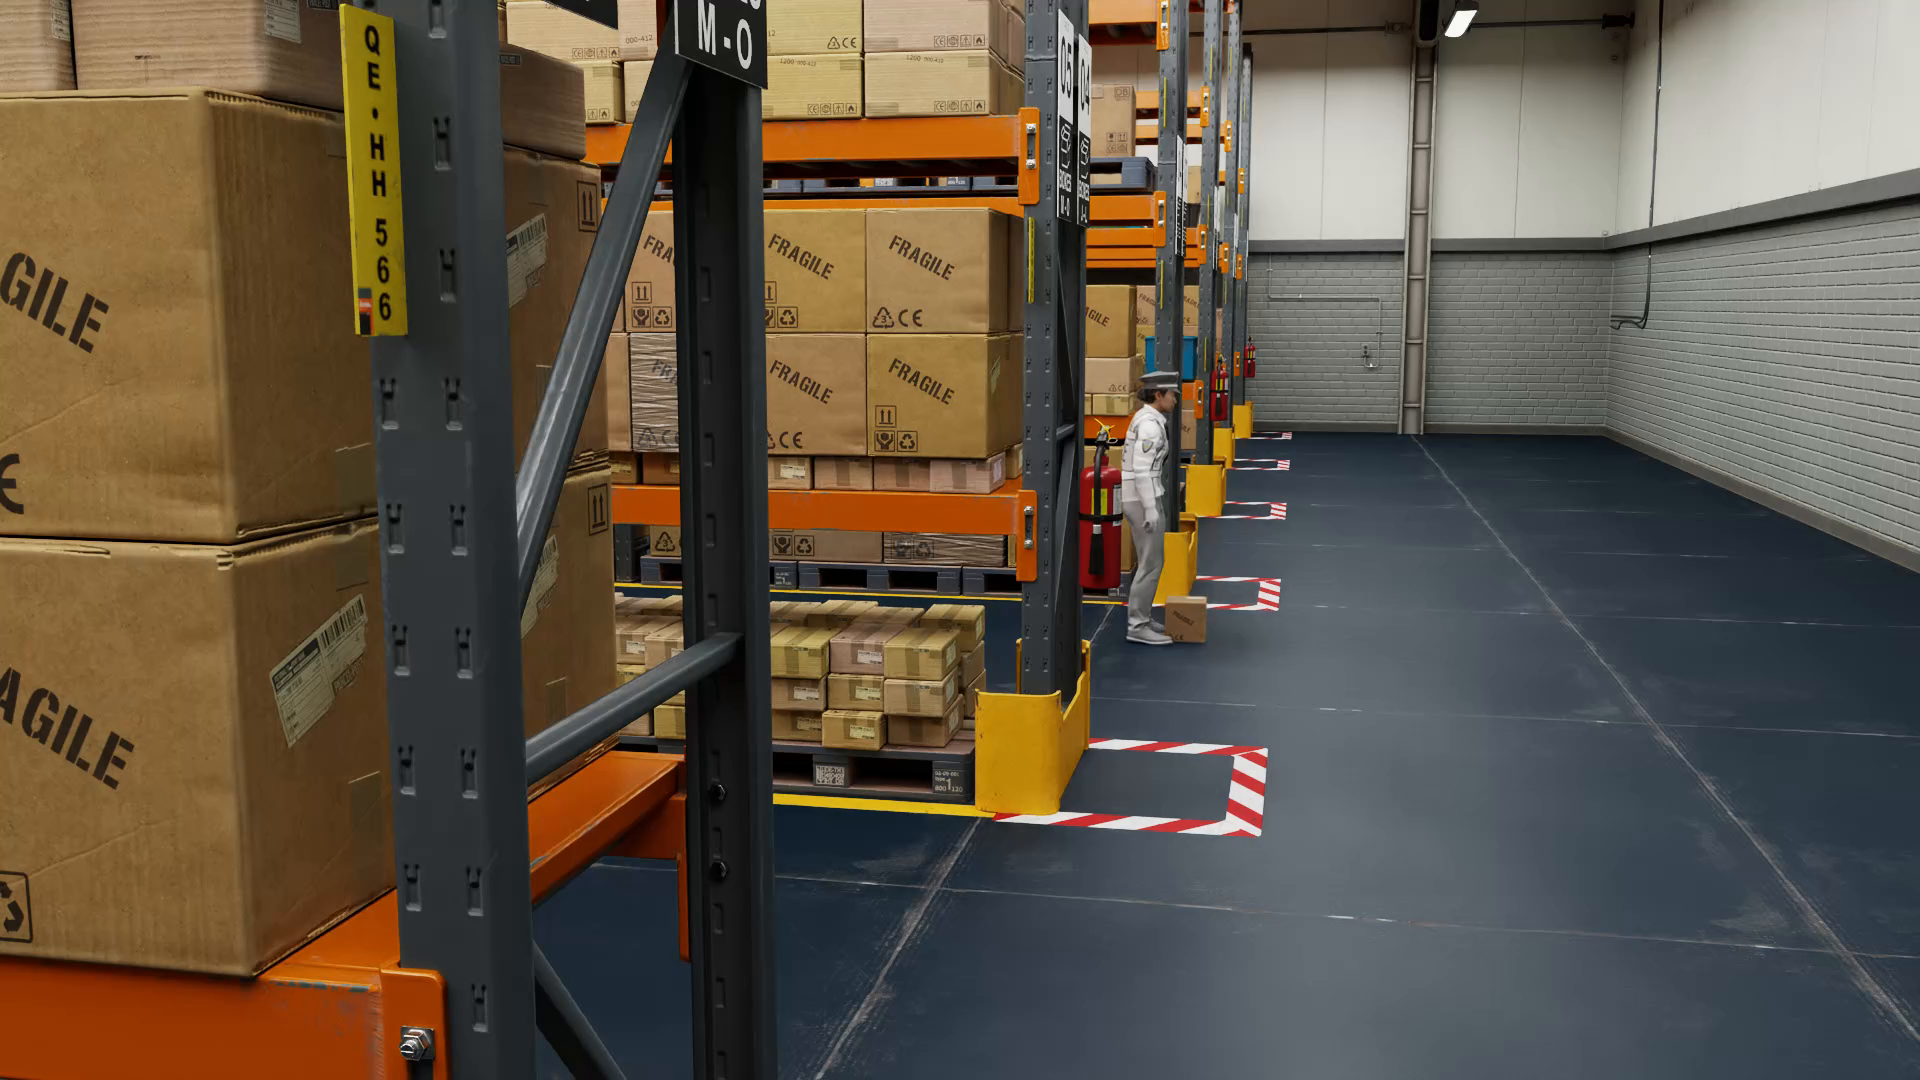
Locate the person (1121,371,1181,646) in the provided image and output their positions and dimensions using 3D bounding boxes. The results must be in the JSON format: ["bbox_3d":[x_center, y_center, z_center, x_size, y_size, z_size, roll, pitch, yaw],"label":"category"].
[{"bbox_3d":[1.168,-0.211,10.298,0.375,1.662,0.529,1,8,9],"label":"person"}]
